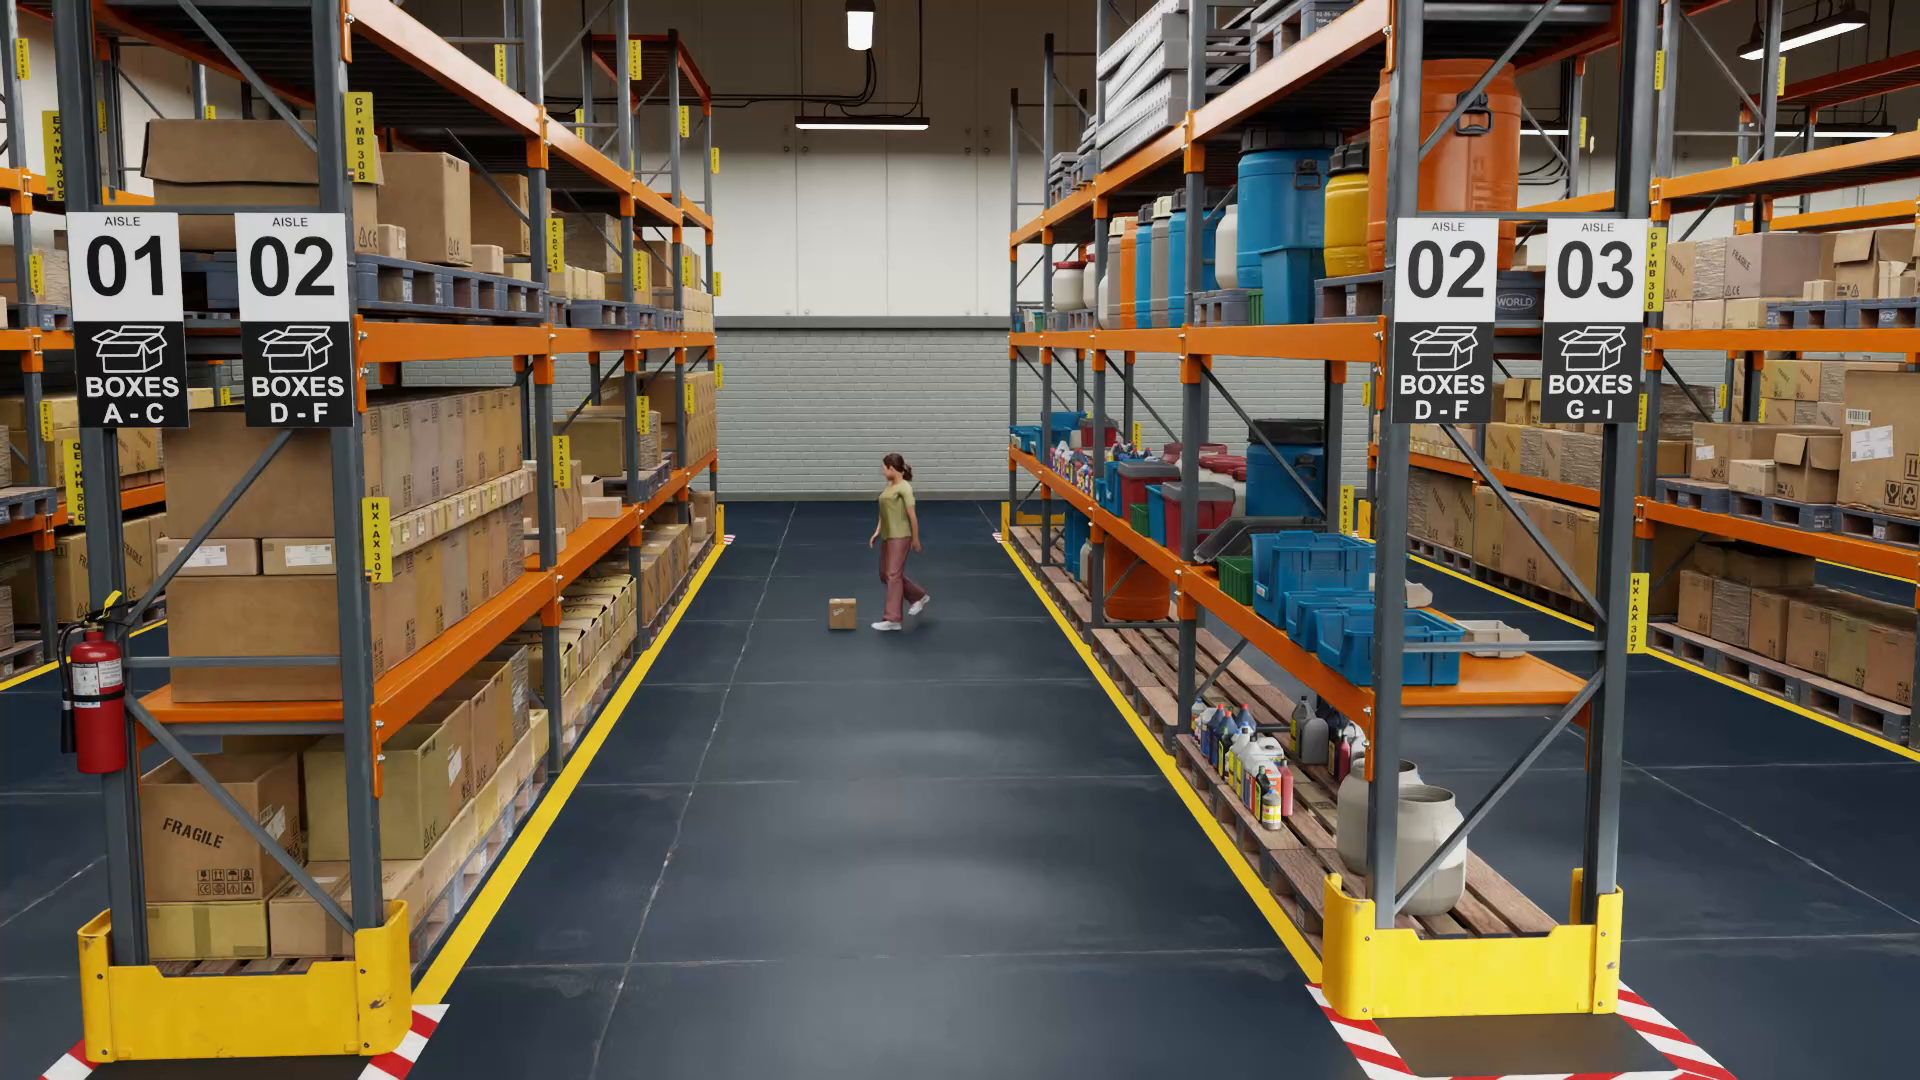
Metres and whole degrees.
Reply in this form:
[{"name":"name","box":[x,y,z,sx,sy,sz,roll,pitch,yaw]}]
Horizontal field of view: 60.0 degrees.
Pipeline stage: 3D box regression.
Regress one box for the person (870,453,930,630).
[{"name":"person","box":[-0.568,-0.004,15.804,0.739,1.649,0.504,-3,8,-24]}]
